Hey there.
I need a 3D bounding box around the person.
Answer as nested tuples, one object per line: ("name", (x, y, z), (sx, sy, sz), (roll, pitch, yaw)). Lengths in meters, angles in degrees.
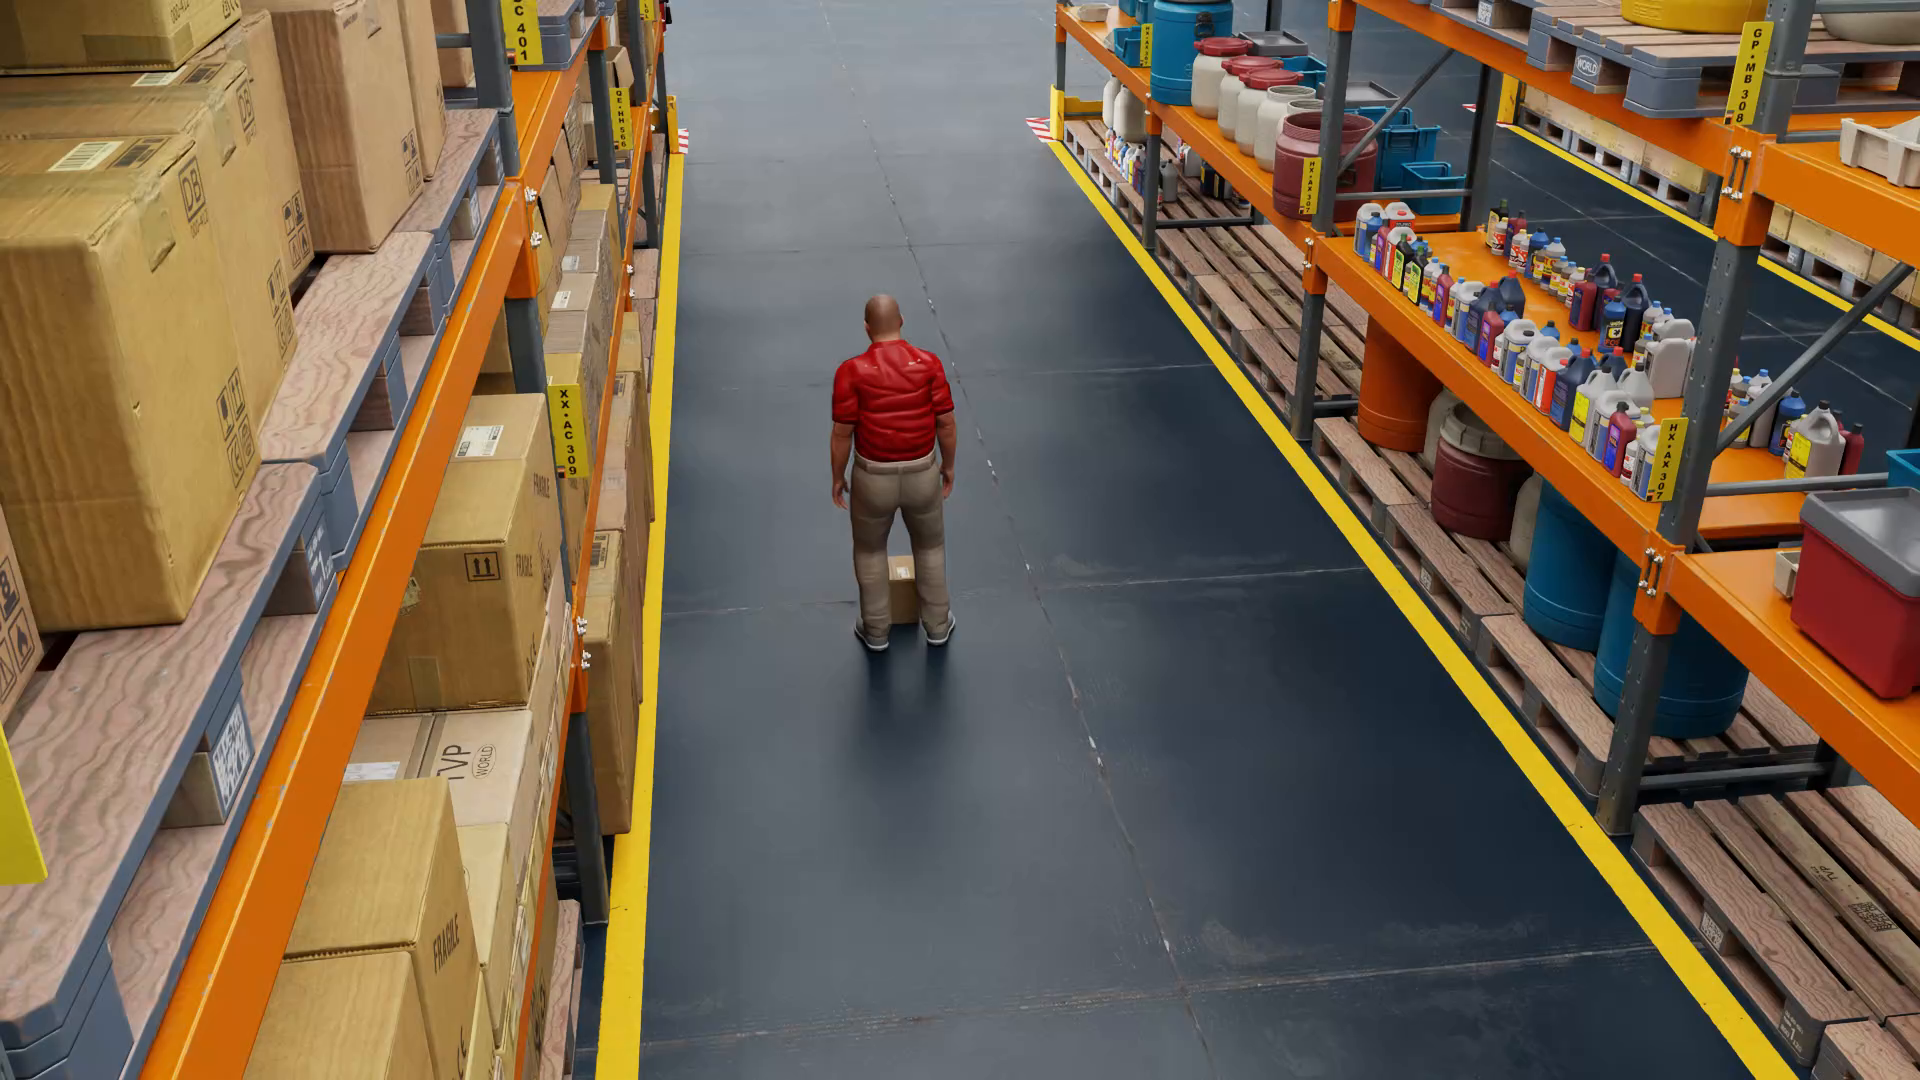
("person", (-0.302, -0.294, 7.710), (0.602, 1.726, 0.393), (-5, 27, -10))
